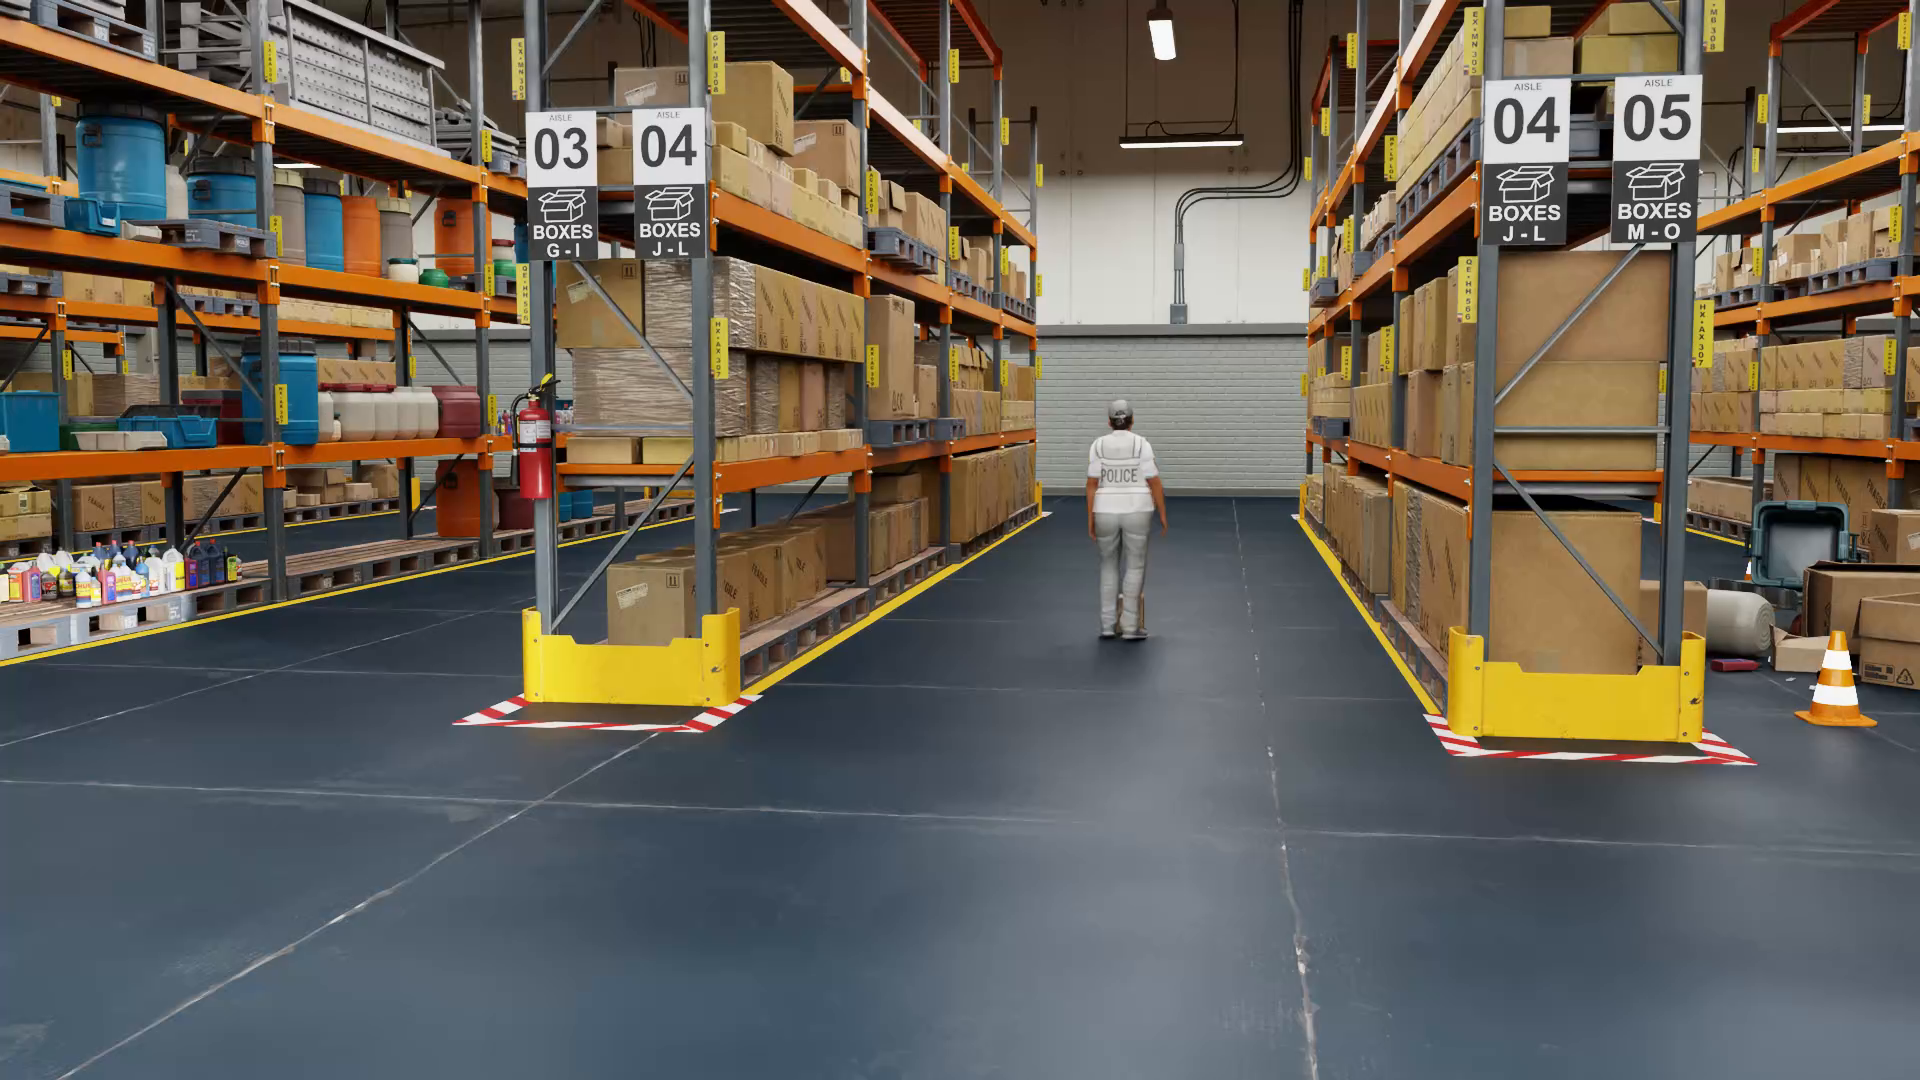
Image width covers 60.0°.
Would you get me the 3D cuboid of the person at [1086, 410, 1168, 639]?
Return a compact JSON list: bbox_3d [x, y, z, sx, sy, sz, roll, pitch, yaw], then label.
[{"bbox_3d":[1.166,-0.116,11.569,0.540,1.692,0.463,2,5,19],"label":"person"}]
